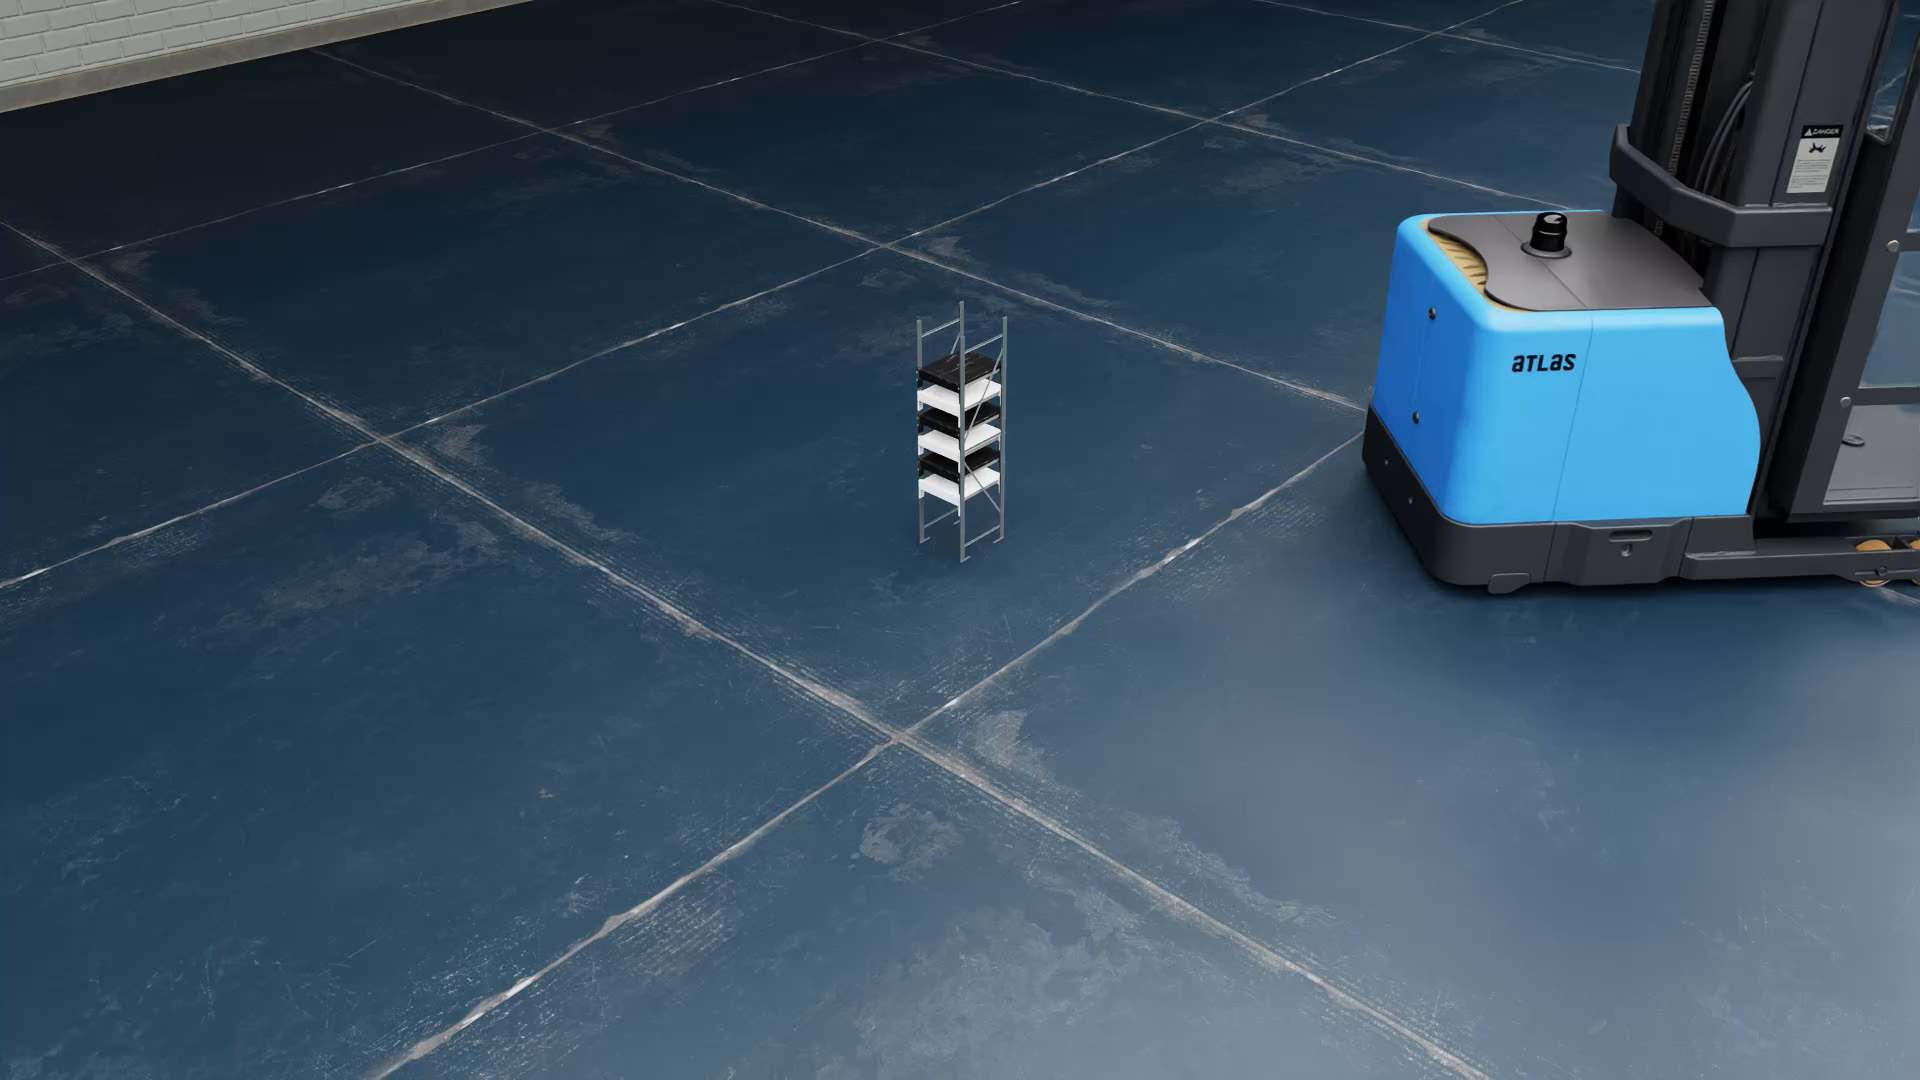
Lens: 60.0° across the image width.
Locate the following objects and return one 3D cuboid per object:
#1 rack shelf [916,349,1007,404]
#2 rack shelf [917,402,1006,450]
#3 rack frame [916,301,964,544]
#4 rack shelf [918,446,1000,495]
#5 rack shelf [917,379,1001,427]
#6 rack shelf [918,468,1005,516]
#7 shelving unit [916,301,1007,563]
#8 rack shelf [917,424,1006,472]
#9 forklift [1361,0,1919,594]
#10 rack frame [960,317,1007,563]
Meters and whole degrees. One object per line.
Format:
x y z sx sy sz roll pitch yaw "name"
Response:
0.006 -0.585 5.891 0.200 0.077 0.258 25 39 35 "rack shelf"
0.006 -0.431 5.984 0.200 0.077 0.258 25 39 35 "rack shelf"
-0.069 -0.418 6.072 0.006 0.900 0.240 25 39 35 "rack frame"
0.006 -0.277 6.077 0.200 0.077 0.258 25 39 35 "rack shelf"
0.006 -0.508 5.938 0.200 0.077 0.258 25 39 35 "rack shelf"
0.006 -0.200 6.123 0.200 0.077 0.258 25 39 35 "rack shelf"
0.006 -0.383 6.013 0.210 0.900 0.258 25 39 35 "shelving unit"
0.006 -0.354 6.030 0.200 0.077 0.258 25 39 35 "rack shelf"
3.149 -1.358 5.665 3.031 2.935 1.130 -2 31 -4 "forklift"
0.081 -0.348 5.955 0.006 0.900 0.240 25 39 35 "rack frame"
